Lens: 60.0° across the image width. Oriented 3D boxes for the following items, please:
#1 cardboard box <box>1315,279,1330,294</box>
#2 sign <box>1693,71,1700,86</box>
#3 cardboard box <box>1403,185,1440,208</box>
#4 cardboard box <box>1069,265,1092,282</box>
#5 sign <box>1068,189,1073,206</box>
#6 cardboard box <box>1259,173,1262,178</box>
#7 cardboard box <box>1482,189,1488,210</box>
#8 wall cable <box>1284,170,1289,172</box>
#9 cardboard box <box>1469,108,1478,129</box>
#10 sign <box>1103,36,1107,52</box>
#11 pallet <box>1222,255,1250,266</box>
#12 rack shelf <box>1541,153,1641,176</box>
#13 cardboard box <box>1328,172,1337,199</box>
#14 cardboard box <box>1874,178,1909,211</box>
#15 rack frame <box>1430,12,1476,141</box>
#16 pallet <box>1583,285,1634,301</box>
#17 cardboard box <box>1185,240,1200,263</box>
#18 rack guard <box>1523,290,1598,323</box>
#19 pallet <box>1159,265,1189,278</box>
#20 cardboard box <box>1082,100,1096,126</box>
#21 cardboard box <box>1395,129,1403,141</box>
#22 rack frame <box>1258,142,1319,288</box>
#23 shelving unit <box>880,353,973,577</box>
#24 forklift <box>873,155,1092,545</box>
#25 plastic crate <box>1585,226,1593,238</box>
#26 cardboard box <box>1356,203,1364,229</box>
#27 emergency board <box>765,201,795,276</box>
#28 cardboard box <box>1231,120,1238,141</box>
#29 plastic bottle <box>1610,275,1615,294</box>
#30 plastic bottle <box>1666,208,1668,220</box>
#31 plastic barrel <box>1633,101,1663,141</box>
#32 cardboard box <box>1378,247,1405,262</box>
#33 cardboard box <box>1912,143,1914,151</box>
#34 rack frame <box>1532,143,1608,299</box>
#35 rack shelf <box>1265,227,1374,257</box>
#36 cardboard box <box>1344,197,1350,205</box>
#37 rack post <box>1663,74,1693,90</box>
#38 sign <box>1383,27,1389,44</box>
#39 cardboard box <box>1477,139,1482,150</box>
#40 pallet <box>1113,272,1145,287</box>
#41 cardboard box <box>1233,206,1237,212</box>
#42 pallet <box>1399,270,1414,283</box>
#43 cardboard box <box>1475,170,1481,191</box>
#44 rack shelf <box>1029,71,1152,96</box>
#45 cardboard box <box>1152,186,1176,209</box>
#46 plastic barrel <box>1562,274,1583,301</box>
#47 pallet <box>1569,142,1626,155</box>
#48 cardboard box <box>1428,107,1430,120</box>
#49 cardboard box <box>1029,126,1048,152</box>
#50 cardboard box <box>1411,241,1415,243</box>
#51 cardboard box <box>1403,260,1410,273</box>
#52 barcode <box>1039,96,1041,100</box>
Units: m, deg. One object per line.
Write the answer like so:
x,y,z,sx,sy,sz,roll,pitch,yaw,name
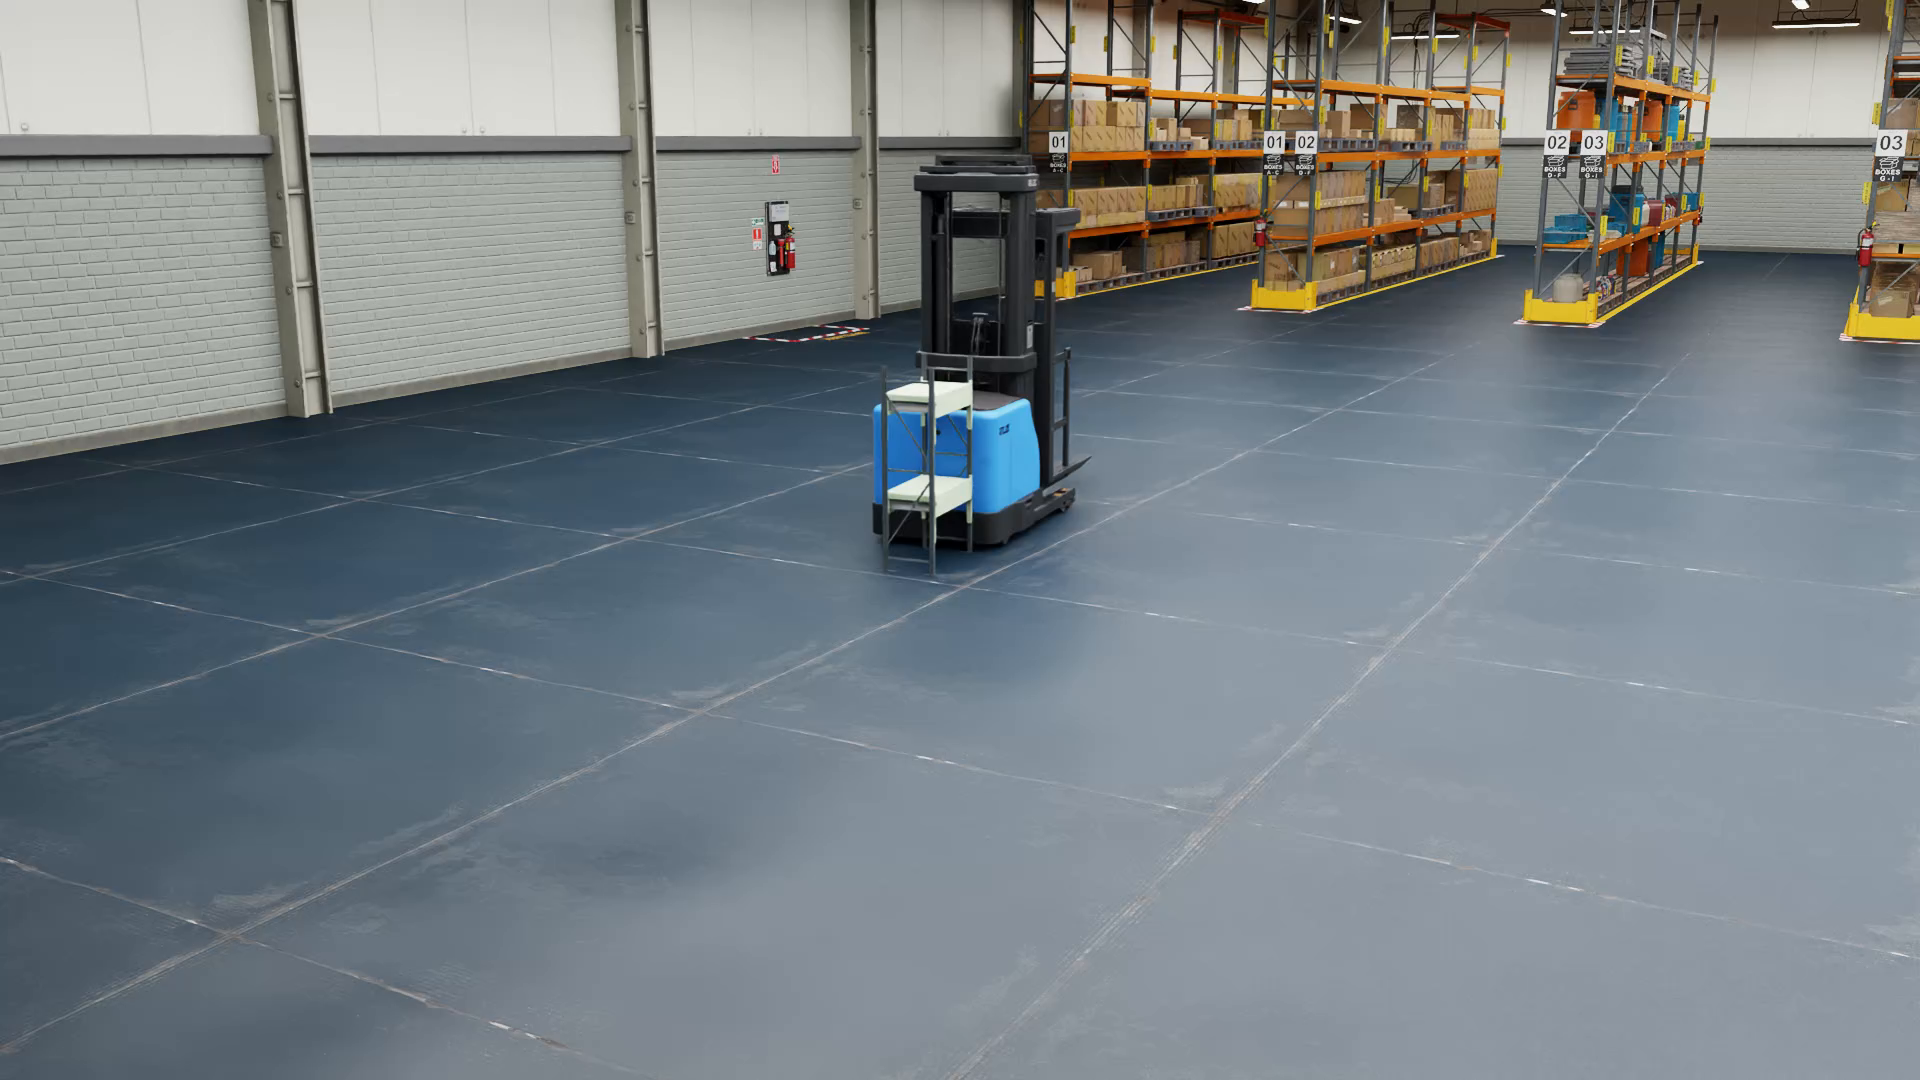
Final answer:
6.723,-4.844,31.696,0.500,0.250,0.500,7,15,28,cardboard box
16.647,-10.441,37.586,0.100,0.325,0.005,7,15,28,sign
10.713,-7.991,38.668,0.700,0.500,0.500,11,17,38,cardboard box
2.381,-5.504,34.264,0.500,0.311,0.500,9,16,33,cardboard box
2.168,-6.708,32.612,0.100,0.325,0.005,7,15,28,sign
7.492,-9.254,42.526,0.500,0.250,0.500,8,16,29,cardboard box
13.294,-8.788,42.874,0.500,0.500,0.500,8,15,28,cardboard box
9.218,-10.495,48.000,0.084,1.984,1.851,7,15,28,wall cable
12.399,-10.434,41.166,0.700,0.500,0.500,7,15,28,cardboard box
3.138,-10.679,35.797,0.100,0.325,0.005,7,15,28,sign
6.598,-7.037,41.773,1.003,0.211,1.213,7,15,28,pallet
11.332,-6.745,29.748,1.077,0.370,4.000,7,15,28,rack shelf
6.786,-6.785,31.796,0.700,0.500,0.500,7,15,28,cardboard box
14.750,-5.486,26.406,0.500,0.500,0.500,7,15,28,cardboard box
11.832,-11.167,40.153,1.000,3.000,0.127,7,15,28,rack frame
12.644,-4.857,32.730,1.003,0.211,1.213,7,15,28,pallet
5.258,-6.835,39.381,0.700,0.500,0.500,8,16,29,cardboard box
10.361,-4.032,28.693,1.175,0.500,0.348,7,15,28,rack guard
4.590,-6.225,38.405,1.003,0.211,1.213,7,15,28,pallet
2.378,-8.500,33.103,0.500,0.500,0.500,7,15,27,cardboard box
9.204,-8.694,35.720,0.500,0.250,0.500,7,15,27,cardboard box
6.031,-5.789,30.644,1.000,3.000,0.127,7,15,28,rack frame
-0.233,-0.564,12.172,0.431,1.500,0.755,5,15,21,shelving unit
0.338,-1.689,13.784,1.130,2.935,3.031,5,15,21,forklift
11.395,-5.698,30.719,0.450,0.188,0.662,7,15,28,plastic crate
7.756,-6.566,33.656,0.700,0.500,0.500,7,15,27,cardboard box
-2.855,-4.857,26.780,0.194,1.169,0.643,7,15,28,emergency board
6.461,-10.147,41.168,0.700,0.500,0.500,7,15,28,cardboard box
12.240,-4.809,31.292,0.144,0.351,0.185,7,15,27,plastic bottle
15.661,-7.257,37.000,0.152,0.276,0.135,7,15,28,plastic bottle
14.510,-8.855,35.151,0.600,0.830,0.708,7,15,28,plastic barrel
9.369,-6.224,36.224,0.500,0.311,0.500,7,15,28,cardboard box
15.404,-6.227,26.382,0.500,0.250,0.500,7,15,27,cardboard box
10.365,-5.227,28.313,1.000,3.000,0.127,7,15,28,rack frame
6.998,-5.849,32.430,1.077,0.370,4.000,7,15,28,rack shelf
7.405,-6.633,32.548,0.380,0.149,0.250,8,16,30,cardboard box
15.299,-9.932,36.098,0.937,0.300,0.954,9,16,34,rack post
8.438,-9.989,32.935,0.100,0.325,0.005,7,15,28,sign
12.772,-9.912,41.668,0.500,0.250,0.500,7,15,28,cardboard box
3.333,-5.672,36.111,1.003,0.211,1.213,7,15,28,pallet
6.654,-8.235,41.286,0.380,0.149,0.250,7,15,28,cardboard box
9.466,-5.910,37.096,1.003,0.211,1.213,7,15,28,pallet
12.804,-9.061,41.872,0.500,0.500,0.500,7,15,26,cardboard box
2.659,-9.324,34.052,1.077,0.370,4.000,7,15,28,rack shelf
4.470,-7.785,37.774,0.700,0.500,0.500,10,17,36,cardboard box
10.859,-4.468,29.578,0.421,0.512,0.421,0,14,0,plastic barrel
10.851,-6.752,28.641,1.003,0.211,1.213,7,15,28,pallet
10.361,-9.616,37.774,0.500,0.500,0.500,7,15,28,cardboard box
1.673,-7.980,33.077,0.500,0.500,0.500,9,16,32,cardboard box
10.395,-6.753,39.040,0.500,0.500,0.500,7,15,26,cardboard box
9.611,-6.056,36.722,0.500,0.250,0.500,7,15,27,cardboard box
1.598,-8.836,33.257,0.001,0.075,0.075,7,15,28,barcode
